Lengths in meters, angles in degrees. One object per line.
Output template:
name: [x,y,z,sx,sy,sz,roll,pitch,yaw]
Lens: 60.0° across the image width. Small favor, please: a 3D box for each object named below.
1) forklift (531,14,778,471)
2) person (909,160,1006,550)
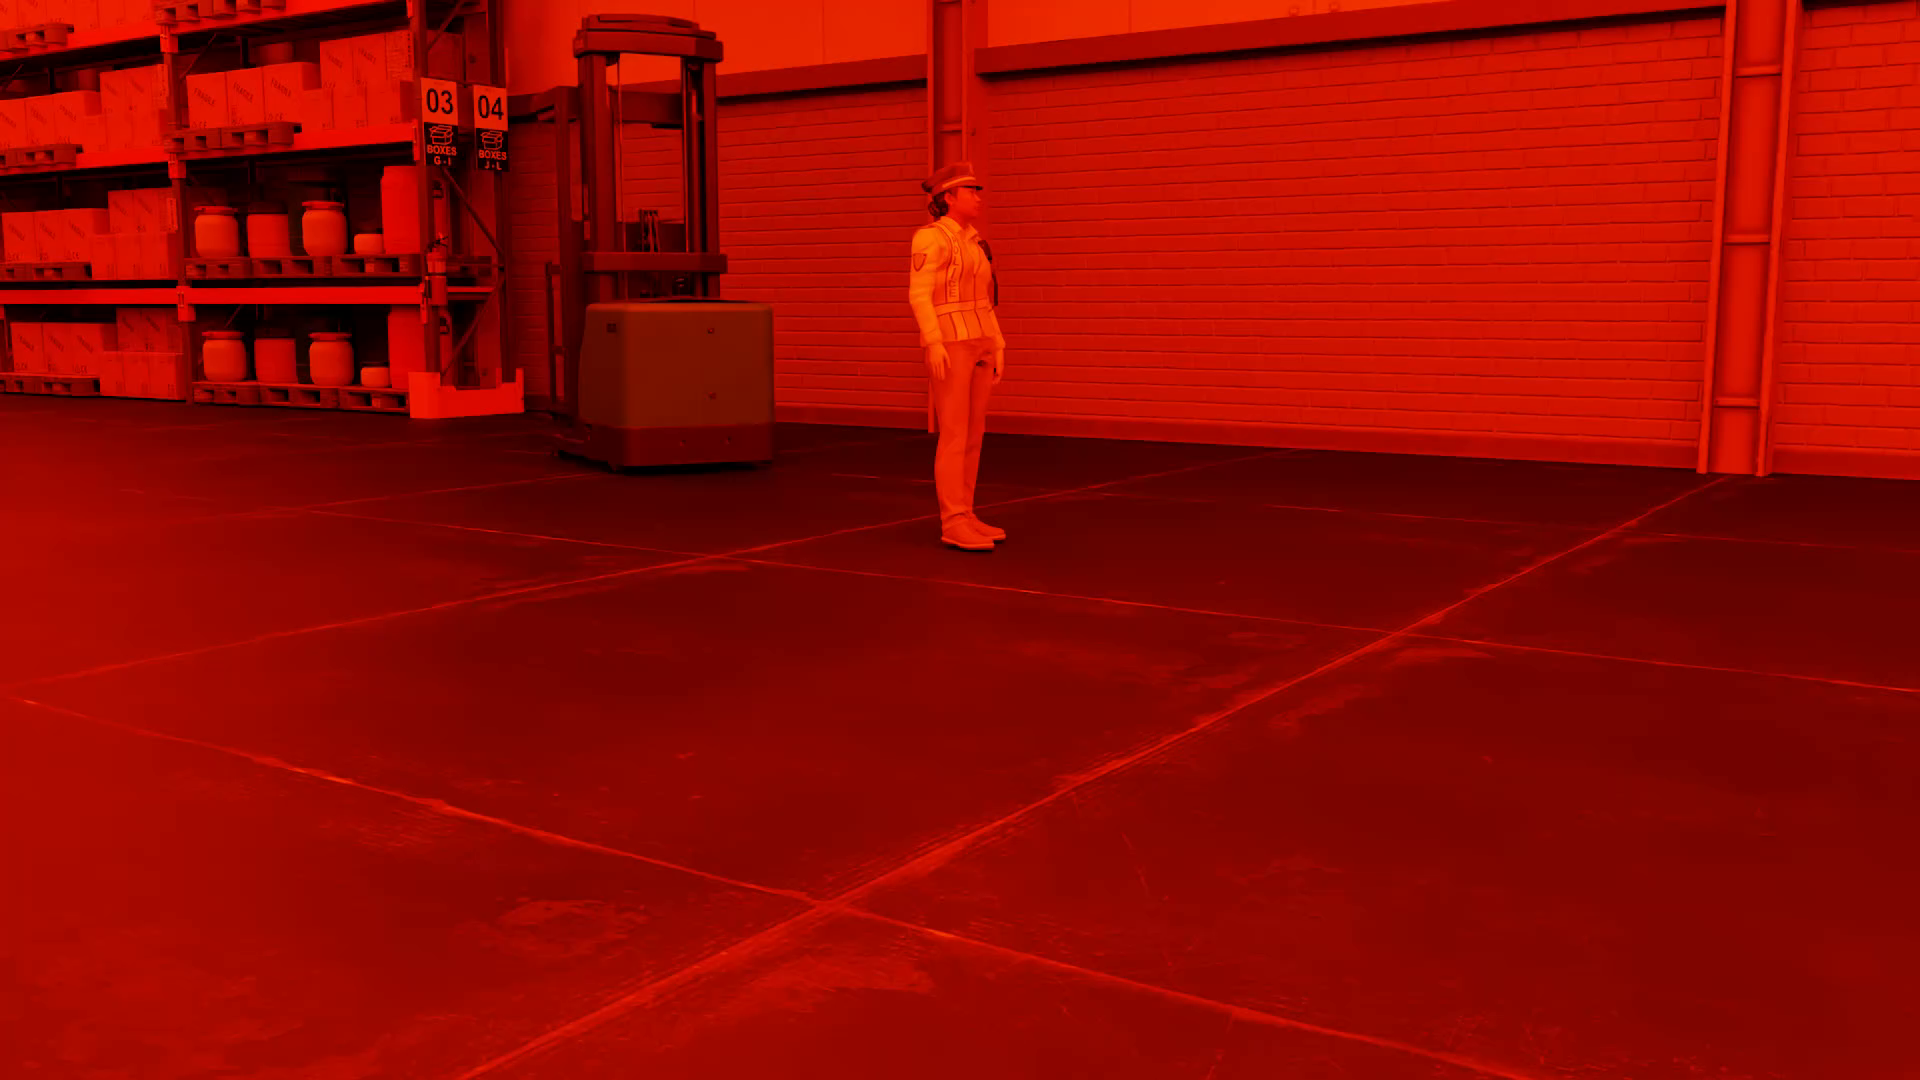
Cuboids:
forklift: [-2.318,-2.052,11.623,1.130,2.935,3.031,-4,9,-28]
person: [0.053,-0.840,7.440,0.531,1.695,0.587,5,10,34]
